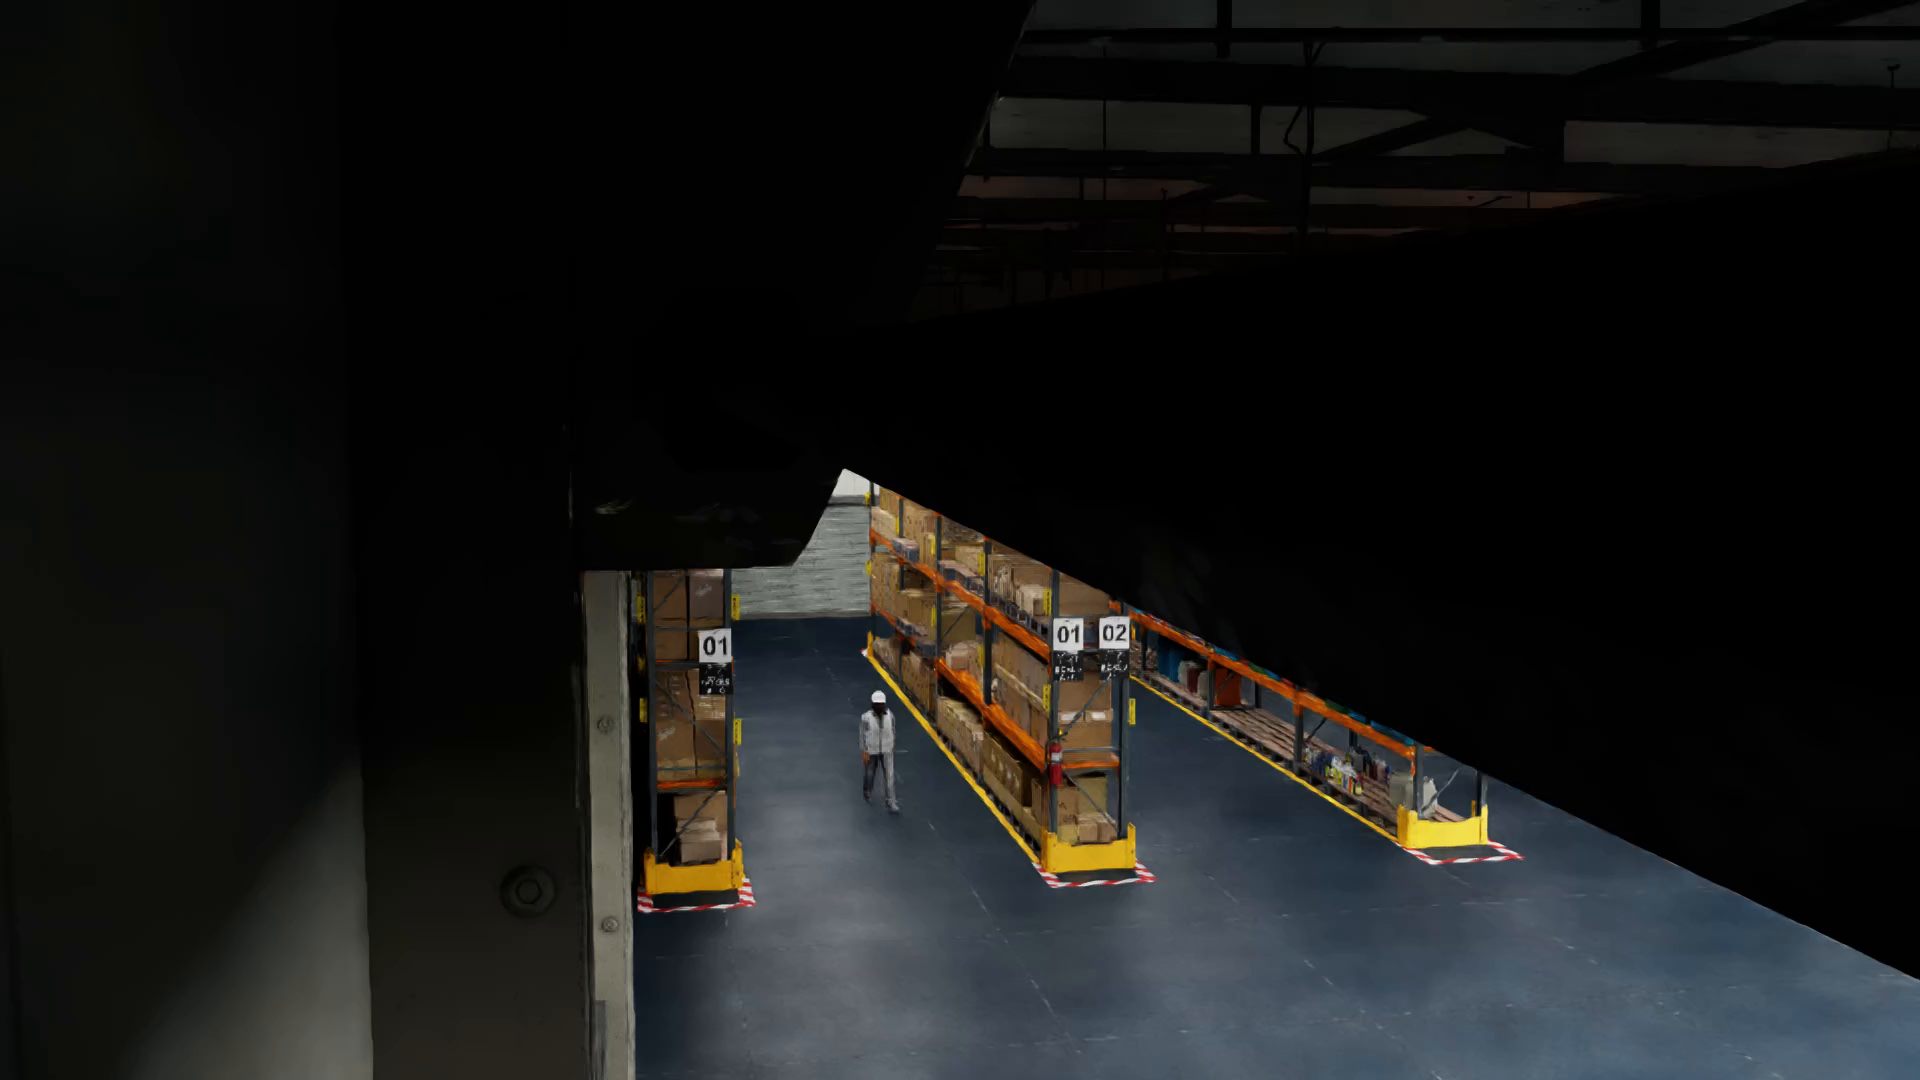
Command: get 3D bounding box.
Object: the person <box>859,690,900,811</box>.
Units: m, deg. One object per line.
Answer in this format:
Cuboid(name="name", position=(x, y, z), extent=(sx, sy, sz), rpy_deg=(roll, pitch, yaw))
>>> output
Cuboid(name="person", position=(-1.175, 2.985, 23.813), extent=(0.545, 1.696, 1.107), rpy_deg=(-1, 6, -14))
